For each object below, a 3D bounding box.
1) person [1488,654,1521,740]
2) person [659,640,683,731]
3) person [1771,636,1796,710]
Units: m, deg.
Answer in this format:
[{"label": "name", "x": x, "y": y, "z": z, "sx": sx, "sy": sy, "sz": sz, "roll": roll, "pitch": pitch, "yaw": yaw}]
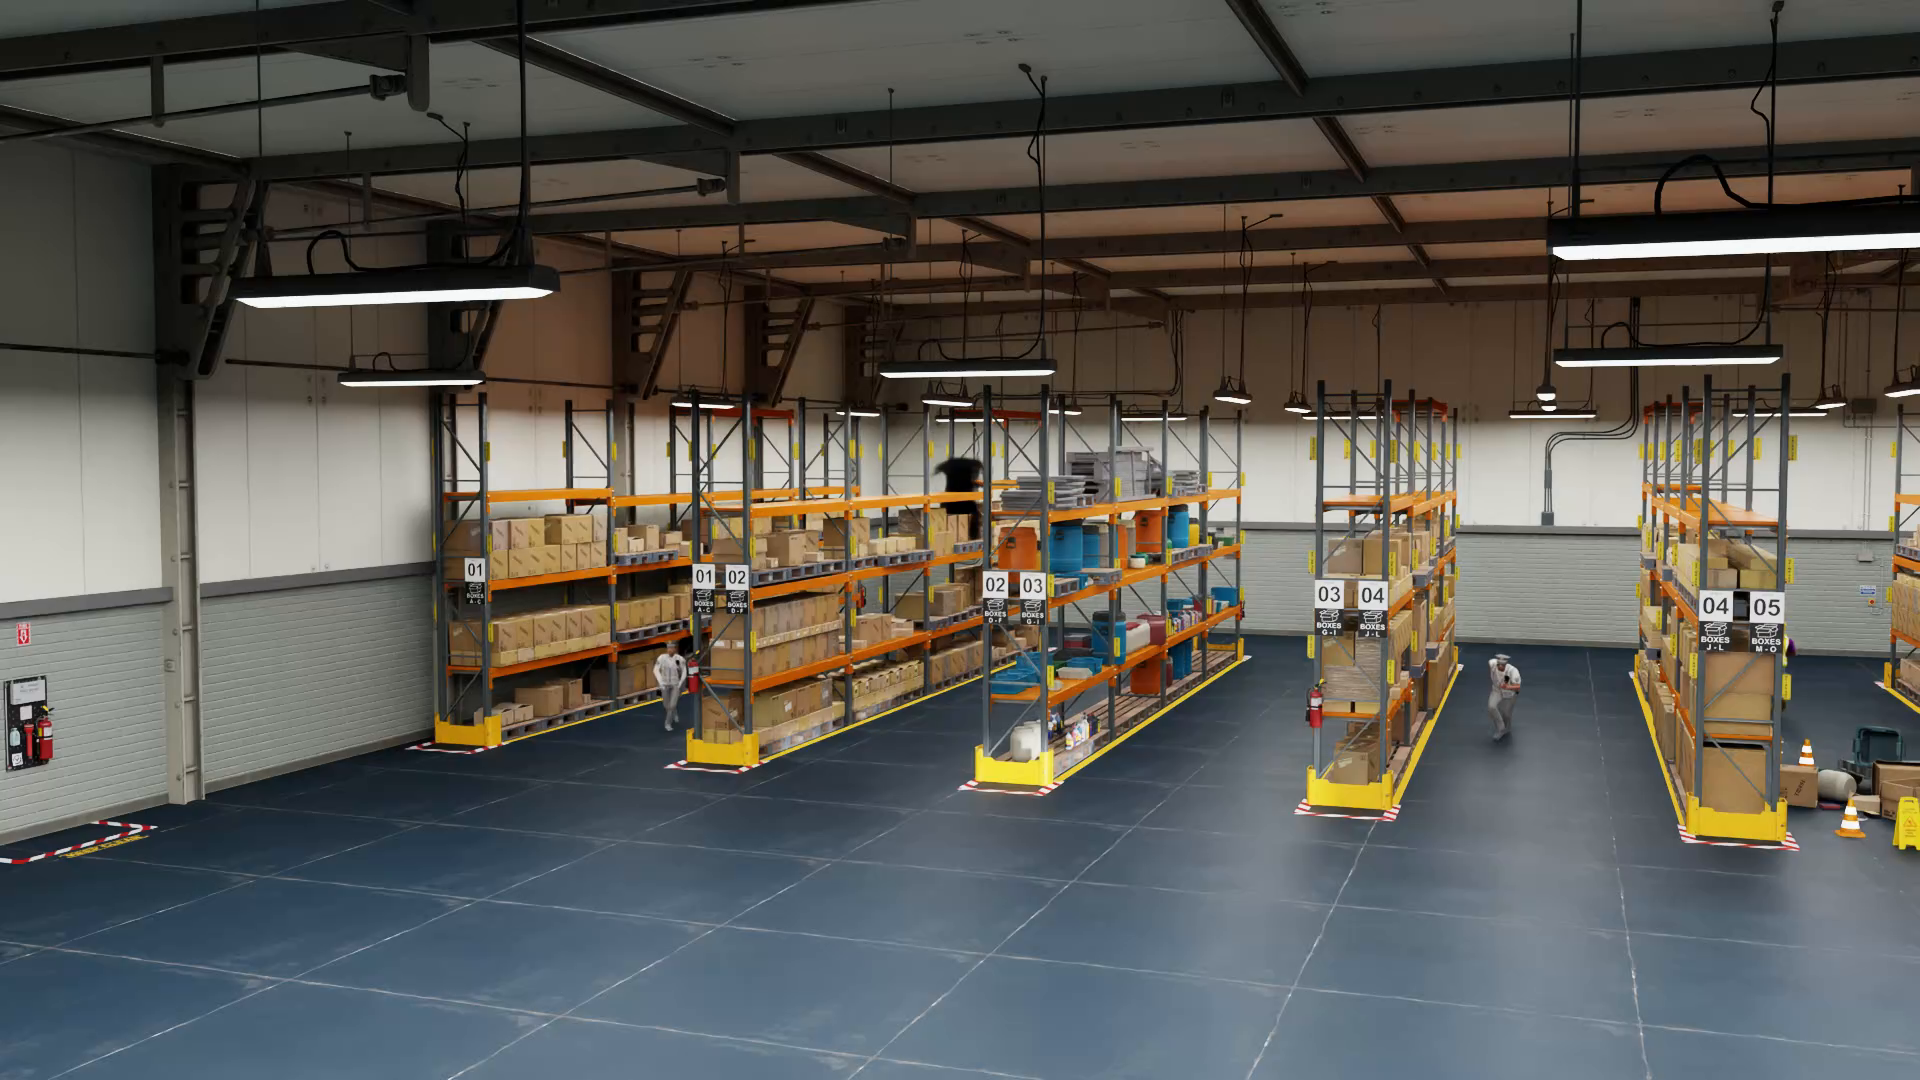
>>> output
[{"label": "person", "x": 9.528, "y": 2.718, "z": 29.073, "sx": 0.647, "sy": 1.530, "sz": 1.183, "roll": 2, "pitch": 4, "yaw": 31}, {"label": "person", "x": -5.199, "y": 2.600, "z": 30.010, "sx": 0.446, "sy": 1.643, "sz": 0.557, "roll": 0, "pitch": 3, "yaw": -3}, {"label": "person", "x": 15.655, "y": 2.422, "z": 31.916, "sx": 0.696, "sy": 1.748, "sz": 0.931, "roll": 1, "pitch": 3, "yaw": 17}]
